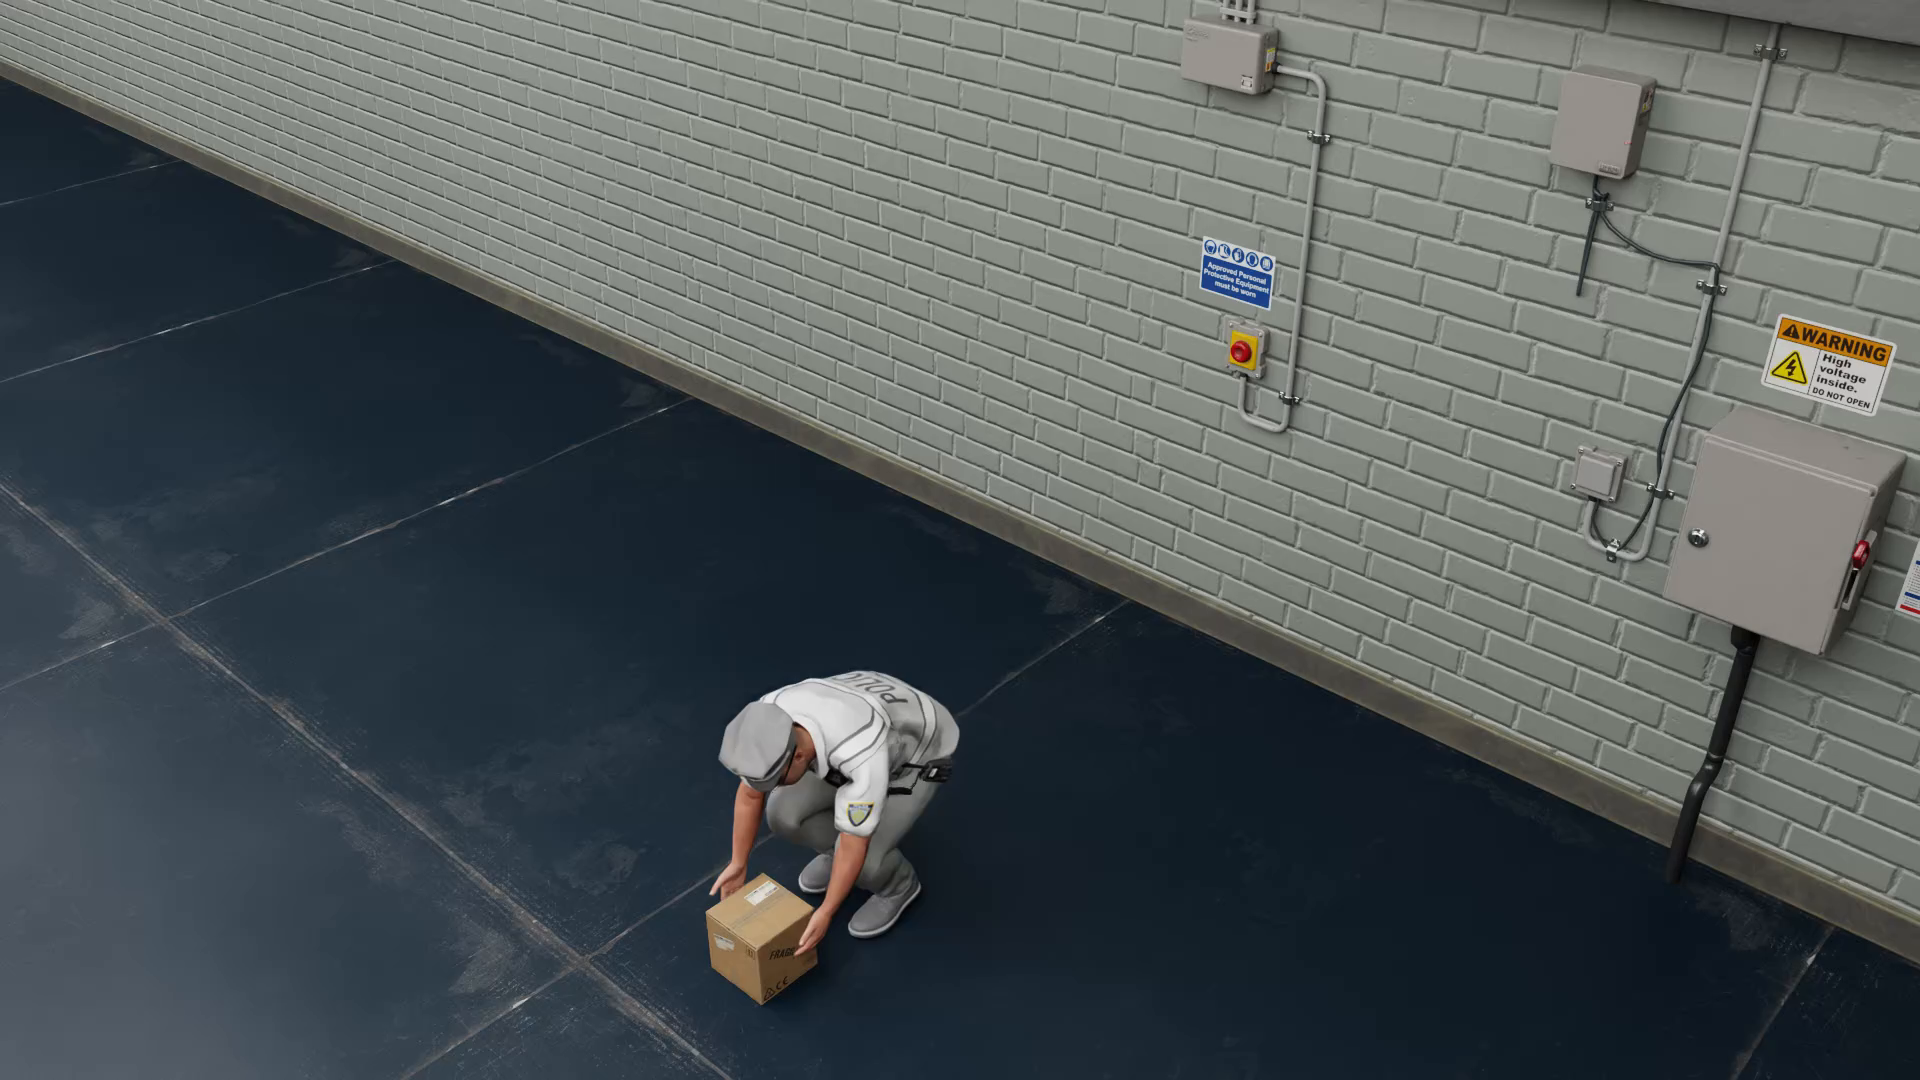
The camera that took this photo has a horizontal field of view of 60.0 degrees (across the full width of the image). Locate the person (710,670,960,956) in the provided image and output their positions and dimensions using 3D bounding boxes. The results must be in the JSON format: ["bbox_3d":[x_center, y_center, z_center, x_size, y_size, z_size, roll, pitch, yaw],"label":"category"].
[{"bbox_3d":[-0.387,0.831,5.434,0.571,1.052,0.938,25,39,35],"label":"person"}]
